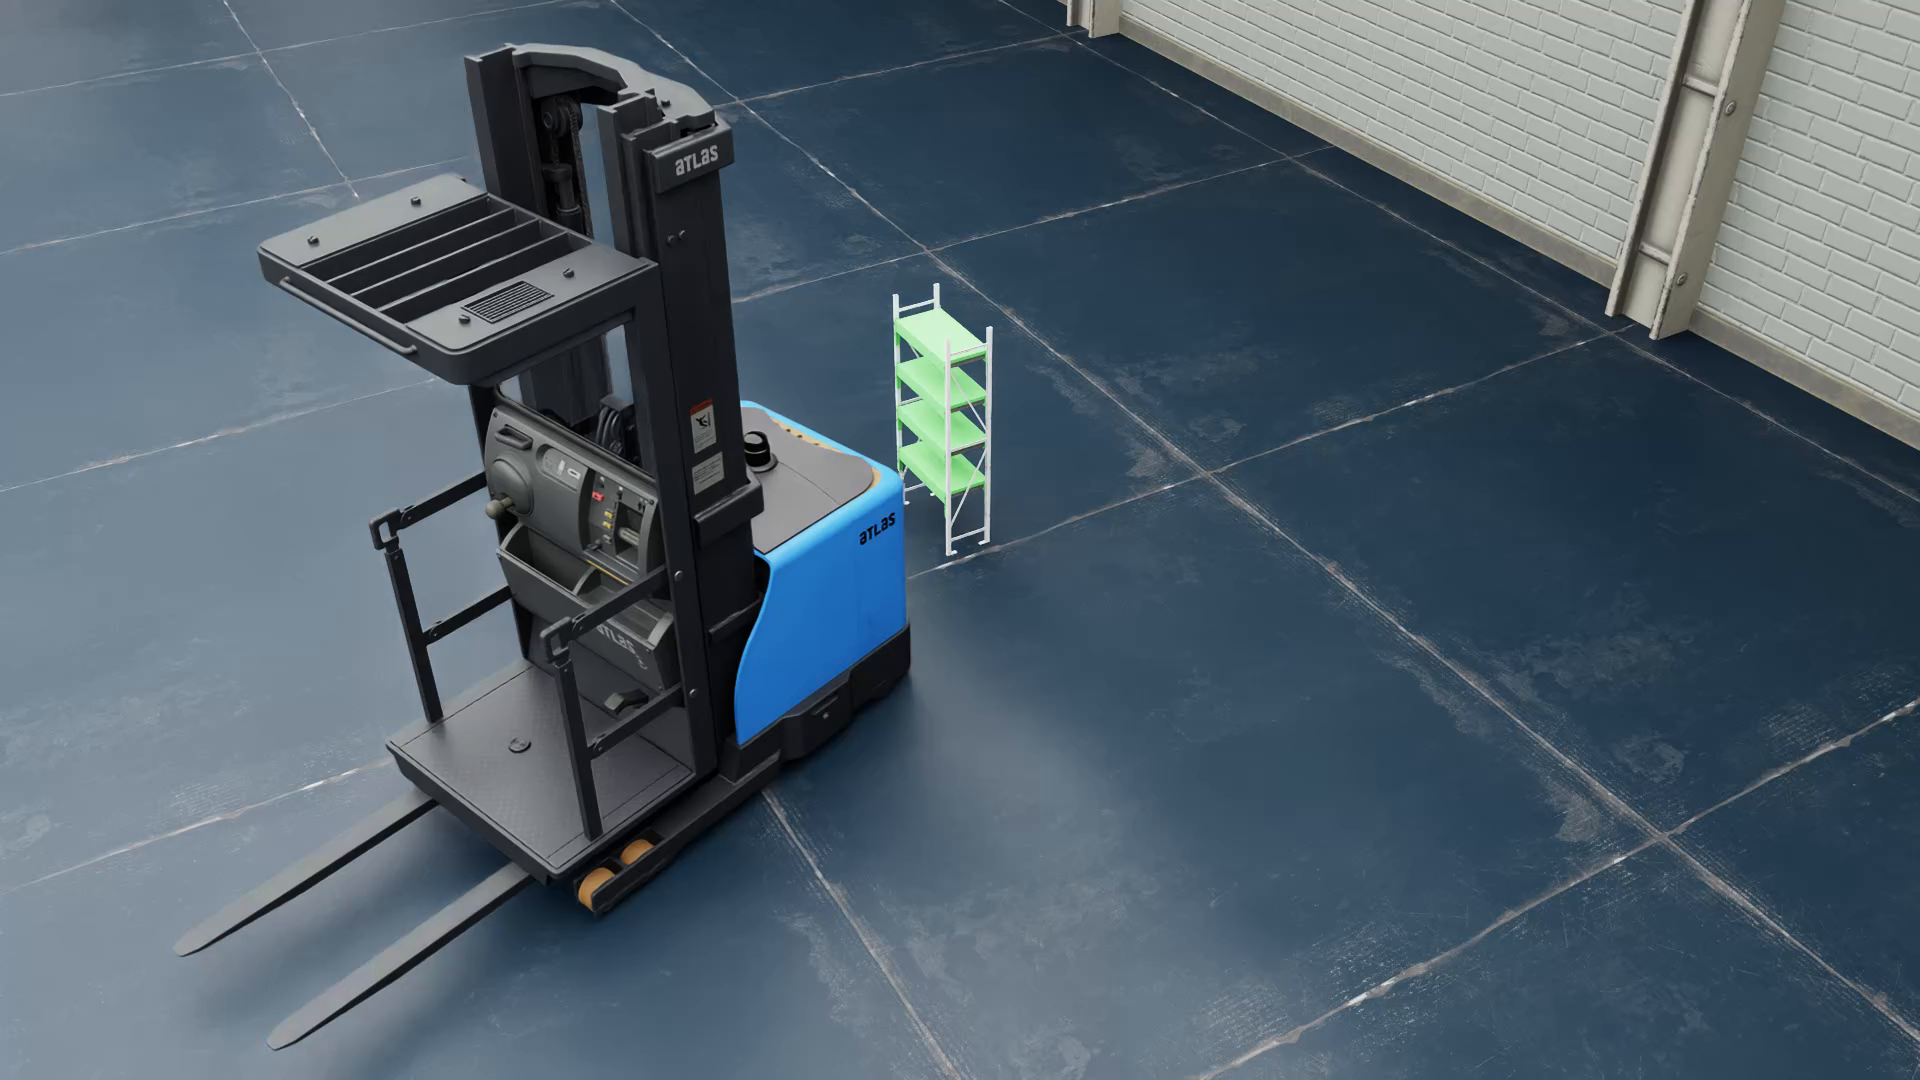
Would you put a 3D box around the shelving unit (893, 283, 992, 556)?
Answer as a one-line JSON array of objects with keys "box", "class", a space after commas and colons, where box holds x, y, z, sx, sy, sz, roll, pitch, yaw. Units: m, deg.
[{"box": [-0.083, -0.569, 8.012, 0.258, 1.200, 0.503, -19, 40, -24], "class": "shelving unit"}]

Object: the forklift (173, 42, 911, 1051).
[{"box": [-1.556, -0.108, 5.913, 1.130, 2.935, 3.031, 27, 44, 32], "class": "forklift"}]

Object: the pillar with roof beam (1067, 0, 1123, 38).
[{"box": [-2.573, -6.749, 9.861, 9.100, 9.000, 0.400, -19, 40, -24], "class": "pillar with roof beam"}]

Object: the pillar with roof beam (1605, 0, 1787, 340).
[{"box": [0.441, -3.689, 5.671, 9.100, 9.000, 0.400, -19, 40, -24], "class": "pillar with roof beam"}]

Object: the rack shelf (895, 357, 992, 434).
[{"box": [-0.083, -0.711, 7.908, 0.258, 0.148, 0.480, -19, 40, -24], "class": "rack shelf"}]

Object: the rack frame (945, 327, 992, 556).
[{"box": [0.039, -0.445, 7.841, 0.240, 1.200, 0.015, -19, 40, -24], "class": "rack frame"}]

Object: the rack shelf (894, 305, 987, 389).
[{"box": [-0.083, -0.905, 7.766, 0.258, 0.148, 0.480, -19, 40, -24], "class": "rack shelf"}]

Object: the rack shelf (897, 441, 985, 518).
[{"box": [-0.083, -0.324, 8.191, 0.258, 0.148, 0.480, -19, 40, -24], "class": "rack shelf"}]

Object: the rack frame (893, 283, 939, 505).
[{"box": [-0.206, -0.693, 8.182, 0.240, 1.200, 0.015, -19, 40, -24], "class": "rack frame"}]

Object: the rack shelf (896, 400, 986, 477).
[{"box": [-0.083, -0.517, 8.049, 0.258, 0.148, 0.480, -19, 40, -24], "class": "rack shelf"}]
